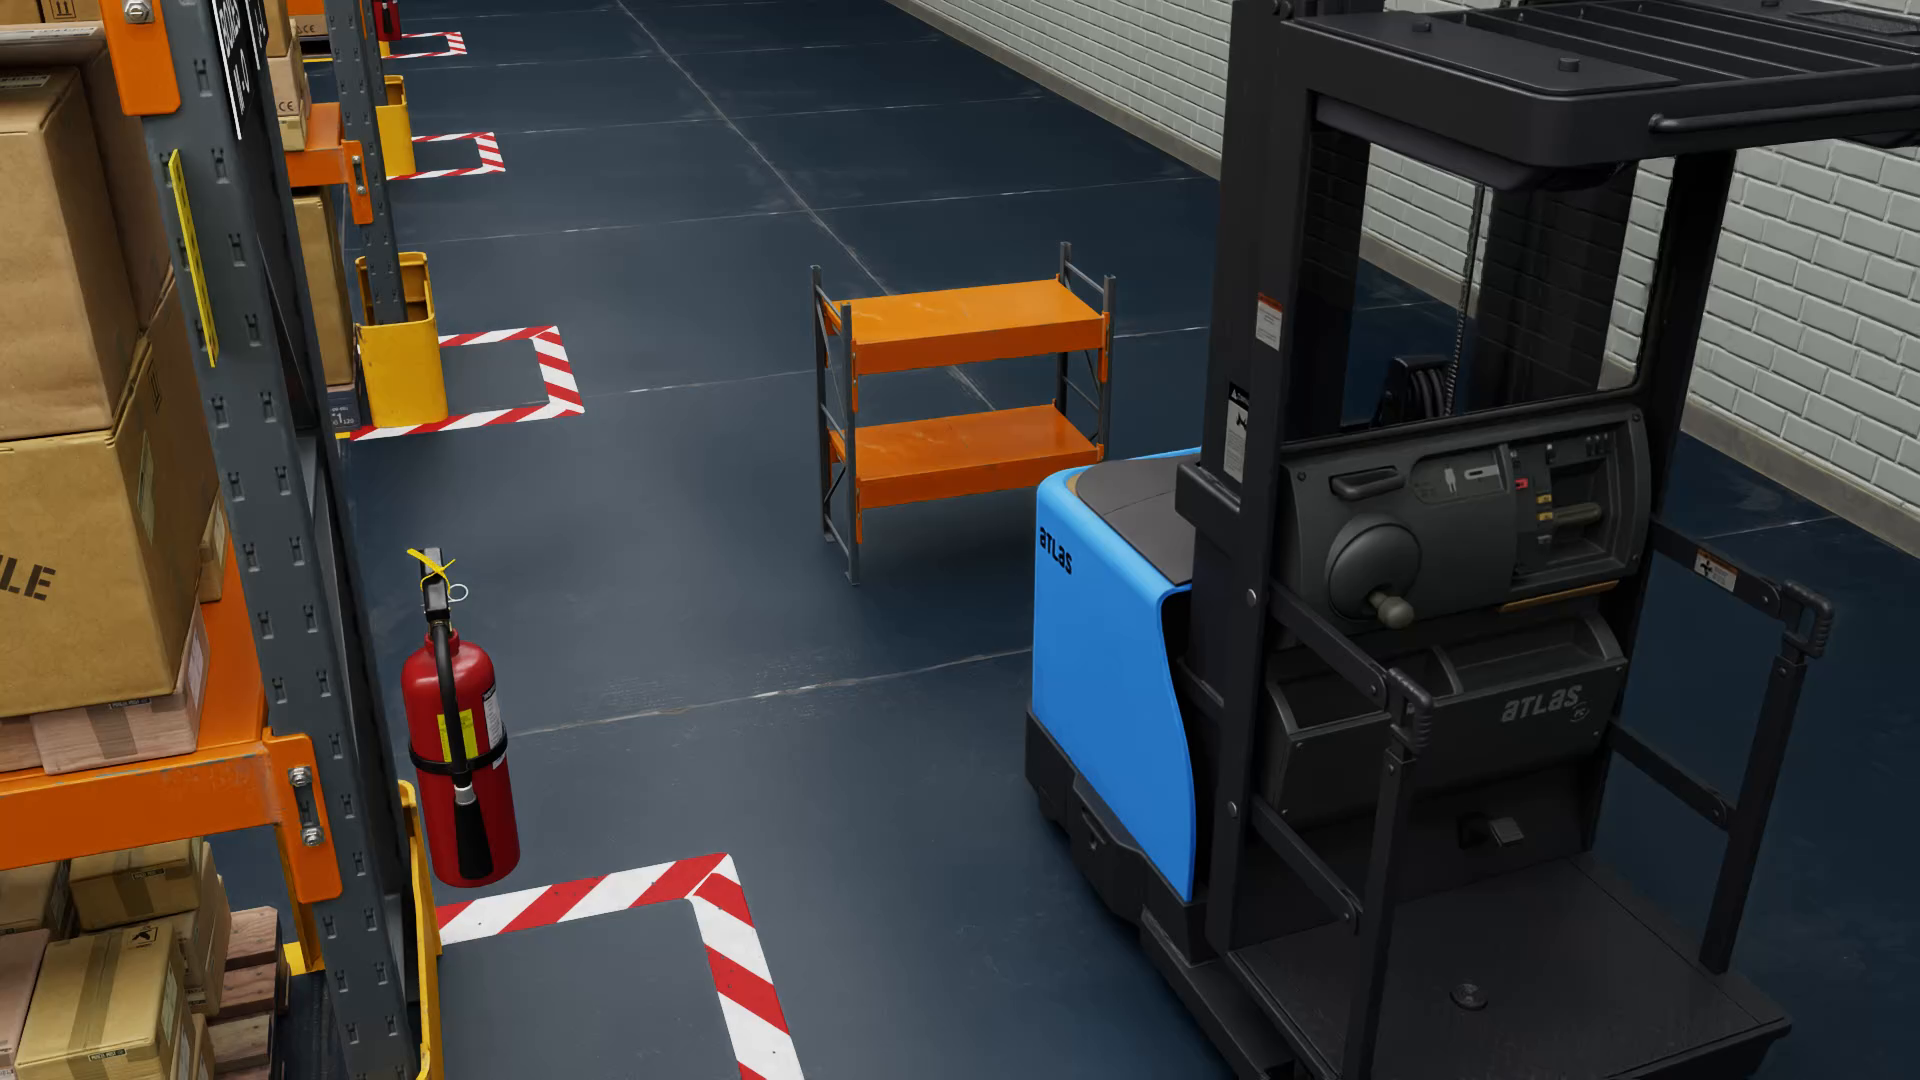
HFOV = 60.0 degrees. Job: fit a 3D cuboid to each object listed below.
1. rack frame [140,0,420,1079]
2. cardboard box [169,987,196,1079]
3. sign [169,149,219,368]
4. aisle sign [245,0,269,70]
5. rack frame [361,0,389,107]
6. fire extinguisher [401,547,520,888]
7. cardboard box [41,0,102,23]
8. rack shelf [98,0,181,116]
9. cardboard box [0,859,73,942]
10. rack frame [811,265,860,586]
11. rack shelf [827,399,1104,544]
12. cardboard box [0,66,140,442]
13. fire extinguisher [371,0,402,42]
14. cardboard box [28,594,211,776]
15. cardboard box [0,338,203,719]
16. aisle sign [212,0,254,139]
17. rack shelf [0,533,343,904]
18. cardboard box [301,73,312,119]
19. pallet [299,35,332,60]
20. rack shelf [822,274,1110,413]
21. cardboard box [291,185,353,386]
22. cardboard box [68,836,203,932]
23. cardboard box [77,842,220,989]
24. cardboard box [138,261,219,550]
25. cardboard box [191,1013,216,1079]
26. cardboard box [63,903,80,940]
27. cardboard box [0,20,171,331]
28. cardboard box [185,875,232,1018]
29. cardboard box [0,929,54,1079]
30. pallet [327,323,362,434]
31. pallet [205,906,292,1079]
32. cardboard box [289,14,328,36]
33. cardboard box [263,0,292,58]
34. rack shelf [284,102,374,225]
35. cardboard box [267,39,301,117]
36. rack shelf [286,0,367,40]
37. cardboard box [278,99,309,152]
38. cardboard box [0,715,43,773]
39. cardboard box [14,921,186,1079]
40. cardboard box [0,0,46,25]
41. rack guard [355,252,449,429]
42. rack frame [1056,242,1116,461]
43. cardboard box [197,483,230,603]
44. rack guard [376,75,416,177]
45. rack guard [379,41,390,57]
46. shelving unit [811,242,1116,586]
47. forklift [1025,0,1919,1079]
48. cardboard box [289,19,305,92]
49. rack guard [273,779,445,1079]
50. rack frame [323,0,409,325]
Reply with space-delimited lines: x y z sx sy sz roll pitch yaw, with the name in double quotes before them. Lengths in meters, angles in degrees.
"rack frame" -1.350 -0.015 3.407 0.127 3.000 1.000 -8 28 -16
"cardboard box" -1.763 1.134 3.492 0.250 0.149 0.380 -9 28 -17
"sign" -1.197 -0.438 2.601 0.005 0.325 0.100 -8 28 -16
"aisle sign" -1.373 -1.316 3.105 0.004 0.787 0.394 -8 28 -16
"rack frame" -4.323 -4.220 11.878 0.127 3.000 1.000 -8 28 -16
"fire extinguisher" -0.967 0.347 3.184 0.183 0.674 0.296 -8 28 -16
"cardboard box" -3.805 -2.507 7.418 0.500 0.500 0.500 -9 28 -17
"rack shelf" -3.251 -0.761 2.345 4.000 0.370 1.077 -8 28 -16
"cardboard box" -2.178 0.825 3.781 0.250 0.149 0.380 -8 27 -15
"rack frame" -0.477 -0.435 6.361 0.032 1.125 0.500 -8 28 -16
"rack shelf" 0.006 -0.286 6.610 1.000 0.278 0.538 -8 28 -16
"cardboard box" -1.708 -0.473 2.758 0.500 0.500 0.500 -9 28 -17
"fire extinguisher" -4.039 -3.847 11.633 0.183 0.674 0.296 -8 28 -16
"cardboard box" -1.572 0.262 3.132 0.250 0.149 0.380 -8 28 -16
"cardboard box" -1.697 -0.022 2.975 0.500 0.500 0.500 -8 27 -15
"aisle sign" -1.187 -1.063 2.594 0.004 0.787 0.394 -8 28 -16
"rack shelf" -3.251 0.582 3.012 4.000 0.370 1.077 -8 28 -16
"cardboard box" -3.229 -2.104 7.898 0.250 0.149 0.380 -8 27 -16
"pallet" -6.684 -4.945 16.475 1.213 0.211 1.003 -8 28 -16
"rack shelf" 0.006 -0.767 6.372 1.000 0.278 0.538 -8 28 -16
"cardboard box" -3.373 -1.241 7.793 0.875 0.875 0.875 -8 28 -16
"cardboard box" -1.953 0.736 3.960 0.250 0.149 0.380 -10 28 -18
"cardboard box" -1.927 0.904 3.955 0.250 0.149 0.380 -7 27 -14
"cardboard box" -1.862 -0.248 3.430 0.500 0.500 0.500 -7 27 -14
"cardboard box" -1.786 1.234 3.624 0.250 0.149 0.380 -8 27 -15
"cardboard box" -2.205 0.918 3.927 0.250 0.149 0.380 -8 28 -16
"cardboard box" -1.859 -0.691 3.198 0.500 0.500 0.500 -8 28 -16
"cardboard box" -1.947 1.010 4.075 0.250 0.149 0.380 -8 27 -15
"cardboard box" -2.031 0.998 3.432 0.250 0.149 0.380 -8 27 -15
"pallet" -3.526 -0.734 7.991 1.213 0.211 1.003 -8 28 -16
"pallet" -2.205 1.341 3.811 1.213 0.211 1.003 -8 28 -16
"cardboard box" -6.294 -5.214 16.195 0.500 0.500 0.500 -8 28 -16
"cardboard box" -3.171 -2.350 7.101 0.500 0.500 0.500 -8 27 -15
"rack shelf" -4.691 -1.529 7.265 4.000 0.370 1.077 -8 28 -16
"cardboard box" -3.168 -2.013 7.266 0.500 0.250 0.500 -9 28 -17
"rack shelf" -6.225 -3.623 11.483 4.000 0.370 1.077 -8 28 -16
"cardboard box" -3.026 -1.825 7.336 0.250 0.149 0.380 -8 27 -15
"cardboard box" -1.820 0.280 3.095 0.250 0.149 0.380 -8 28 -16
"cardboard box" -1.774 0.987 3.453 0.250 0.149 0.380 -8 27 -16
"cardboard box" -4.296 -2.433 7.269 0.500 0.500 0.500 -9 28 -17
"rack guard" -2.767 -1.010 8.222 0.348 0.500 1.175 -8 28 -16
"rack frame" 0.490 -0.575 6.643 0.032 1.125 0.500 -8 28 -16
"cardboard box" -1.759 0.003 3.652 0.250 0.149 0.380 -8 28 -17
"rack guard" -4.304 -3.110 12.451 0.348 0.500 1.175 -8 28 -16
"rack guard" -5.926 -5.185 16.632 0.348 0.500 1.175 -8 28 -16
"shelving unit" 0.006 -0.505 6.502 1.048 1.125 0.538 -8 28 -16
"forklift" 1.214 -0.014 3.481 1.130 2.935 3.031 -10 28 -19
"cardboard box" -3.329 -2.240 7.724 0.500 0.250 0.500 -9 28 -17
"rack guard" -1.422 1.115 3.942 0.348 0.500 1.175 -8 28 -16
"rack frame" -2.789 -2.126 7.660 0.127 3.000 1.000 -8 28 -16
